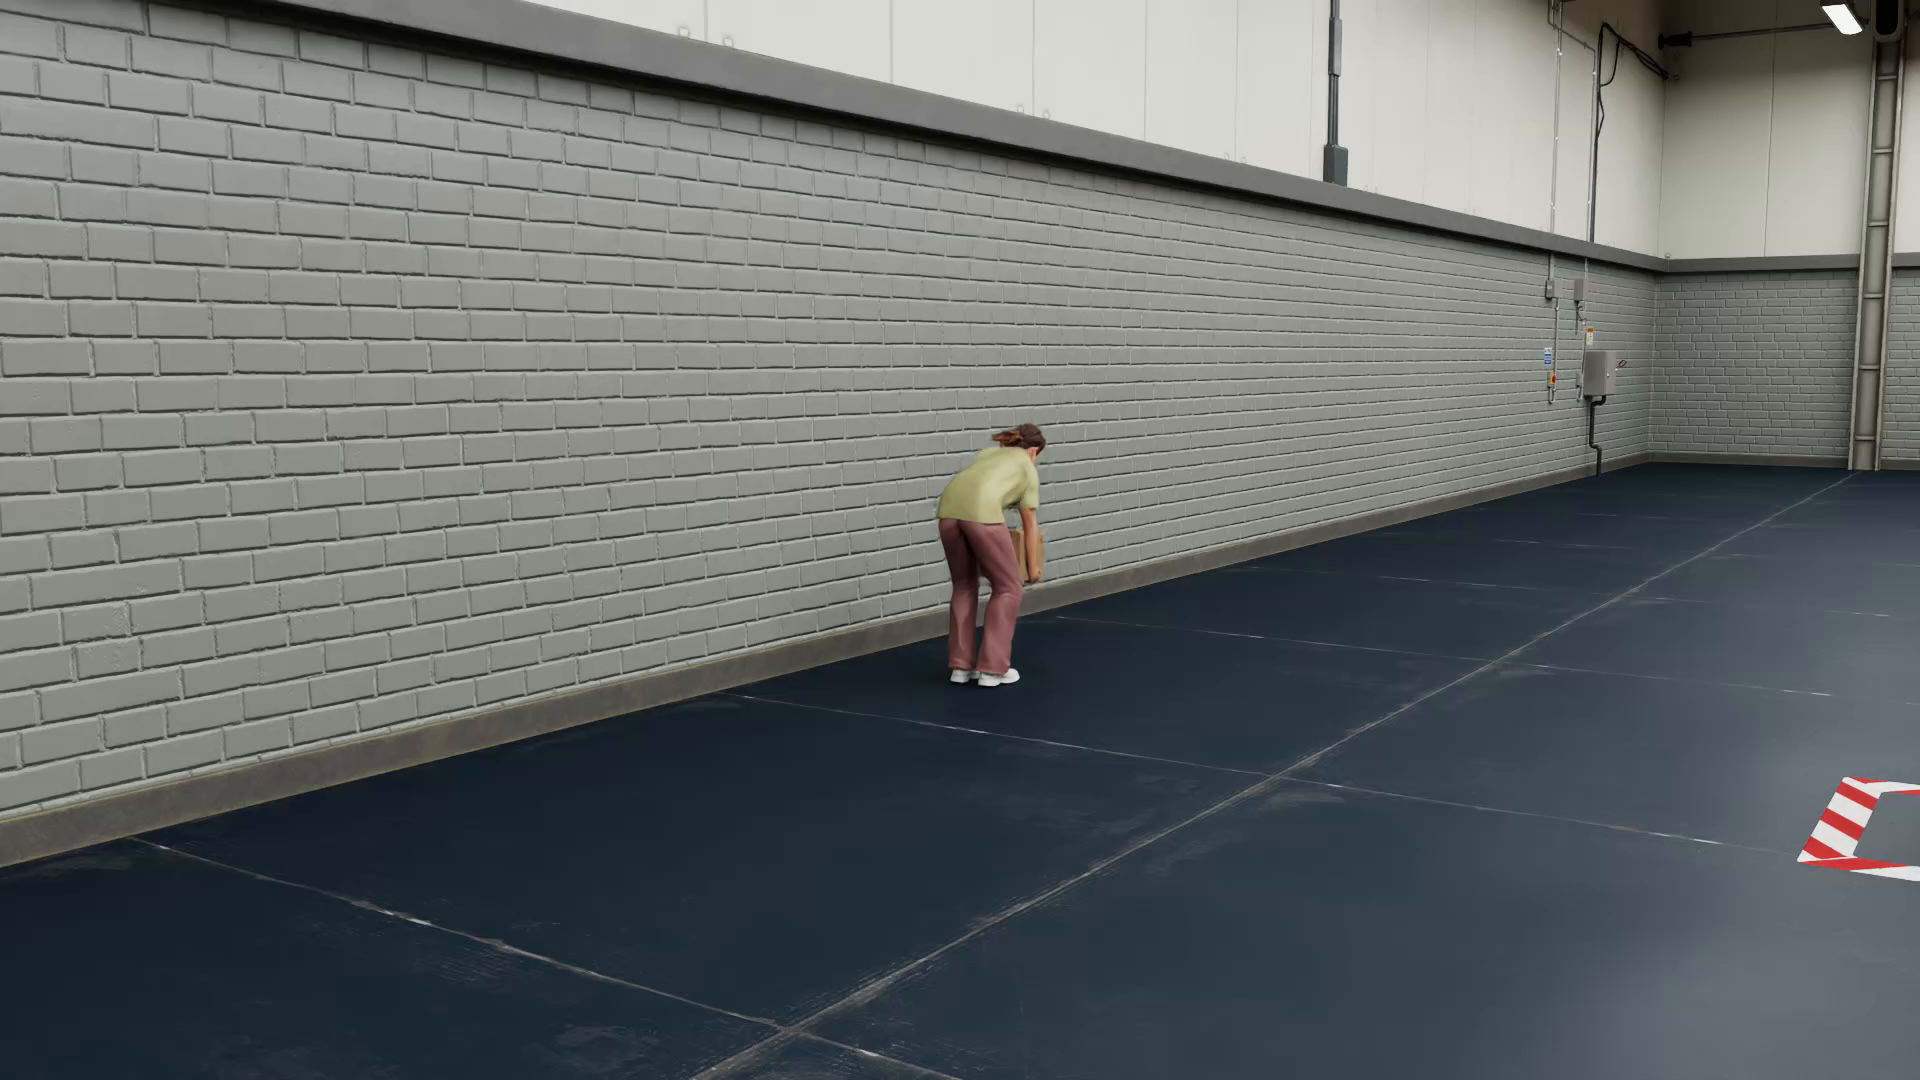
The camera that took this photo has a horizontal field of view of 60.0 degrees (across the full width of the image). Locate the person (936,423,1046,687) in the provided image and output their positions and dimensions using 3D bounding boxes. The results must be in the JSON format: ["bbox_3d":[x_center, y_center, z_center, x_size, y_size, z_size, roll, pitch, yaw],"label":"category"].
[{"bbox_3d":[0.195,0.064,8.562,0.398,1.310,0.813,4,8,32],"label":"person"}]
